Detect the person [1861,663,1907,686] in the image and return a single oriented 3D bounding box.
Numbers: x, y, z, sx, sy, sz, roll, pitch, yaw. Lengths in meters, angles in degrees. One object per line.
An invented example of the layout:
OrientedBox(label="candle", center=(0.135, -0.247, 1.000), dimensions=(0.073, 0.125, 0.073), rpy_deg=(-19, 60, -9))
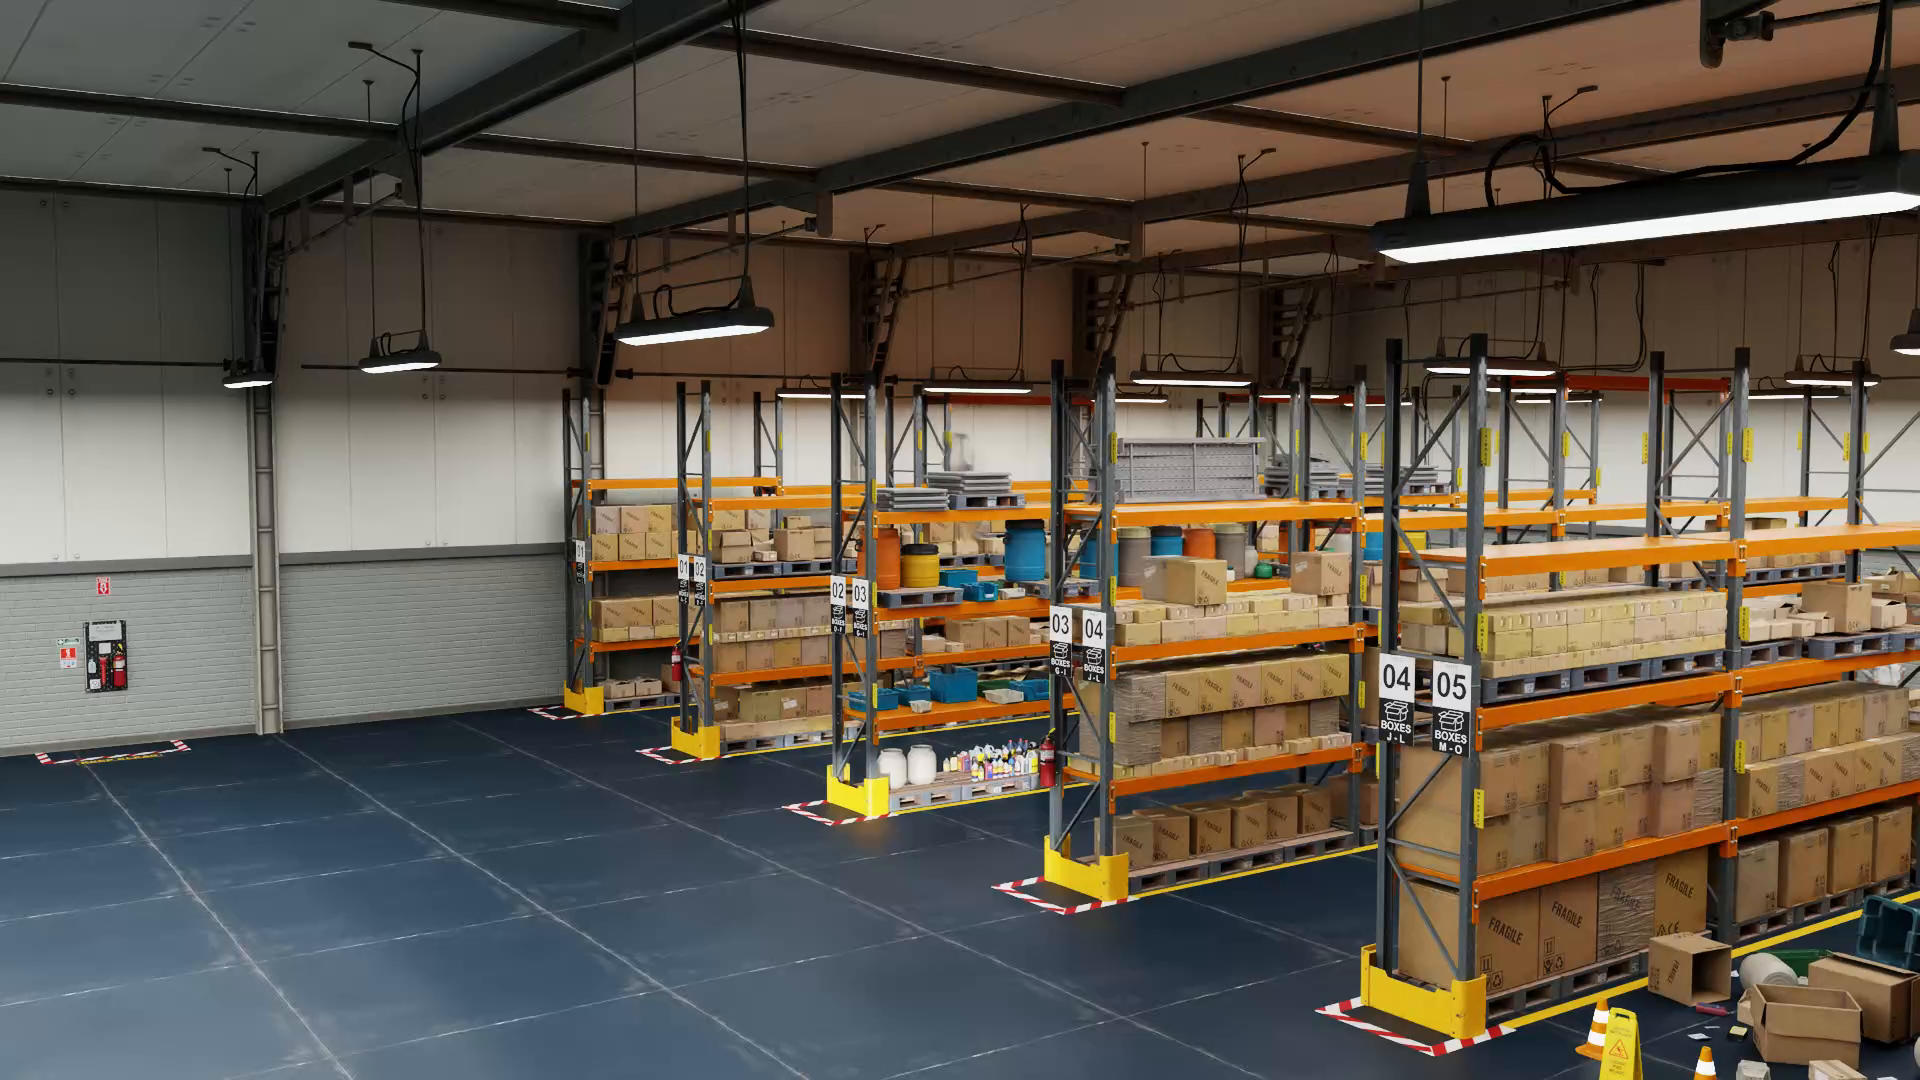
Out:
OrientedBox(label="person", center=(15.571, 2.506, 27.930), dimensions=(0.663, 1.766, 0.677), rpy_deg=(0, 4, 0))

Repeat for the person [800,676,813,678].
OrientedBox(label="person", center=(-2.736, 2.377, 29.951), dimensions=(0.785, 1.863, 0.626), rpy_deg=(-3, 5, -37))

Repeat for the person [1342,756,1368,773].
OrientedBox(label="person", center=(5.877, 2.681, 25.150), dimensions=(0.570, 1.726, 0.704), rpy_deg=(-3, 5, -40))
